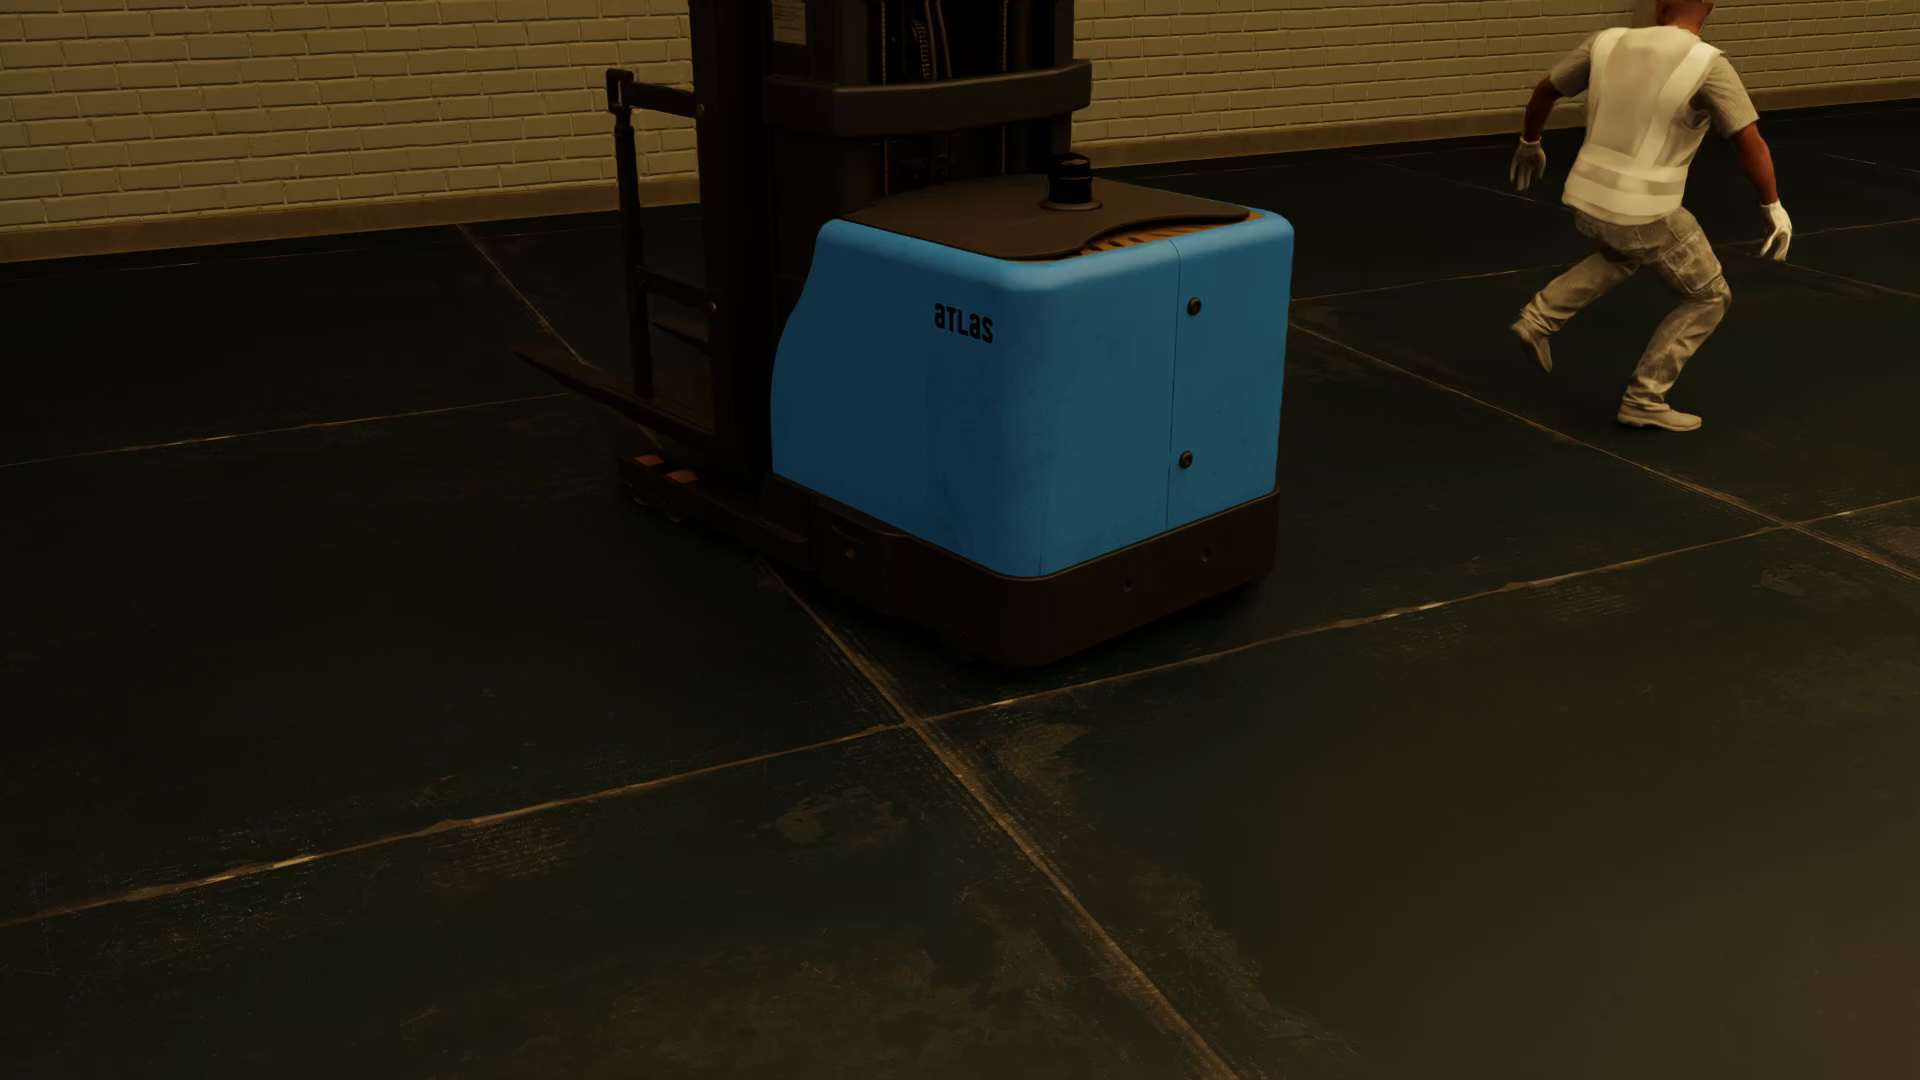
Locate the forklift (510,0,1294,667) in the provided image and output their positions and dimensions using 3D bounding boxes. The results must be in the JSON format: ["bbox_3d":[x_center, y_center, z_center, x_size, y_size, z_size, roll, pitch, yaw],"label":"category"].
[{"bbox_3d":[-0.451,-1.521,4.947,1.130,2.935,3.031,-19,29,-37],"label":"forklift"}]

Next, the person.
[{"bbox_3d":[2.460,-1.246,5.982,0.539,1.657,0.988,-9,24,-21],"label":"person"}]
